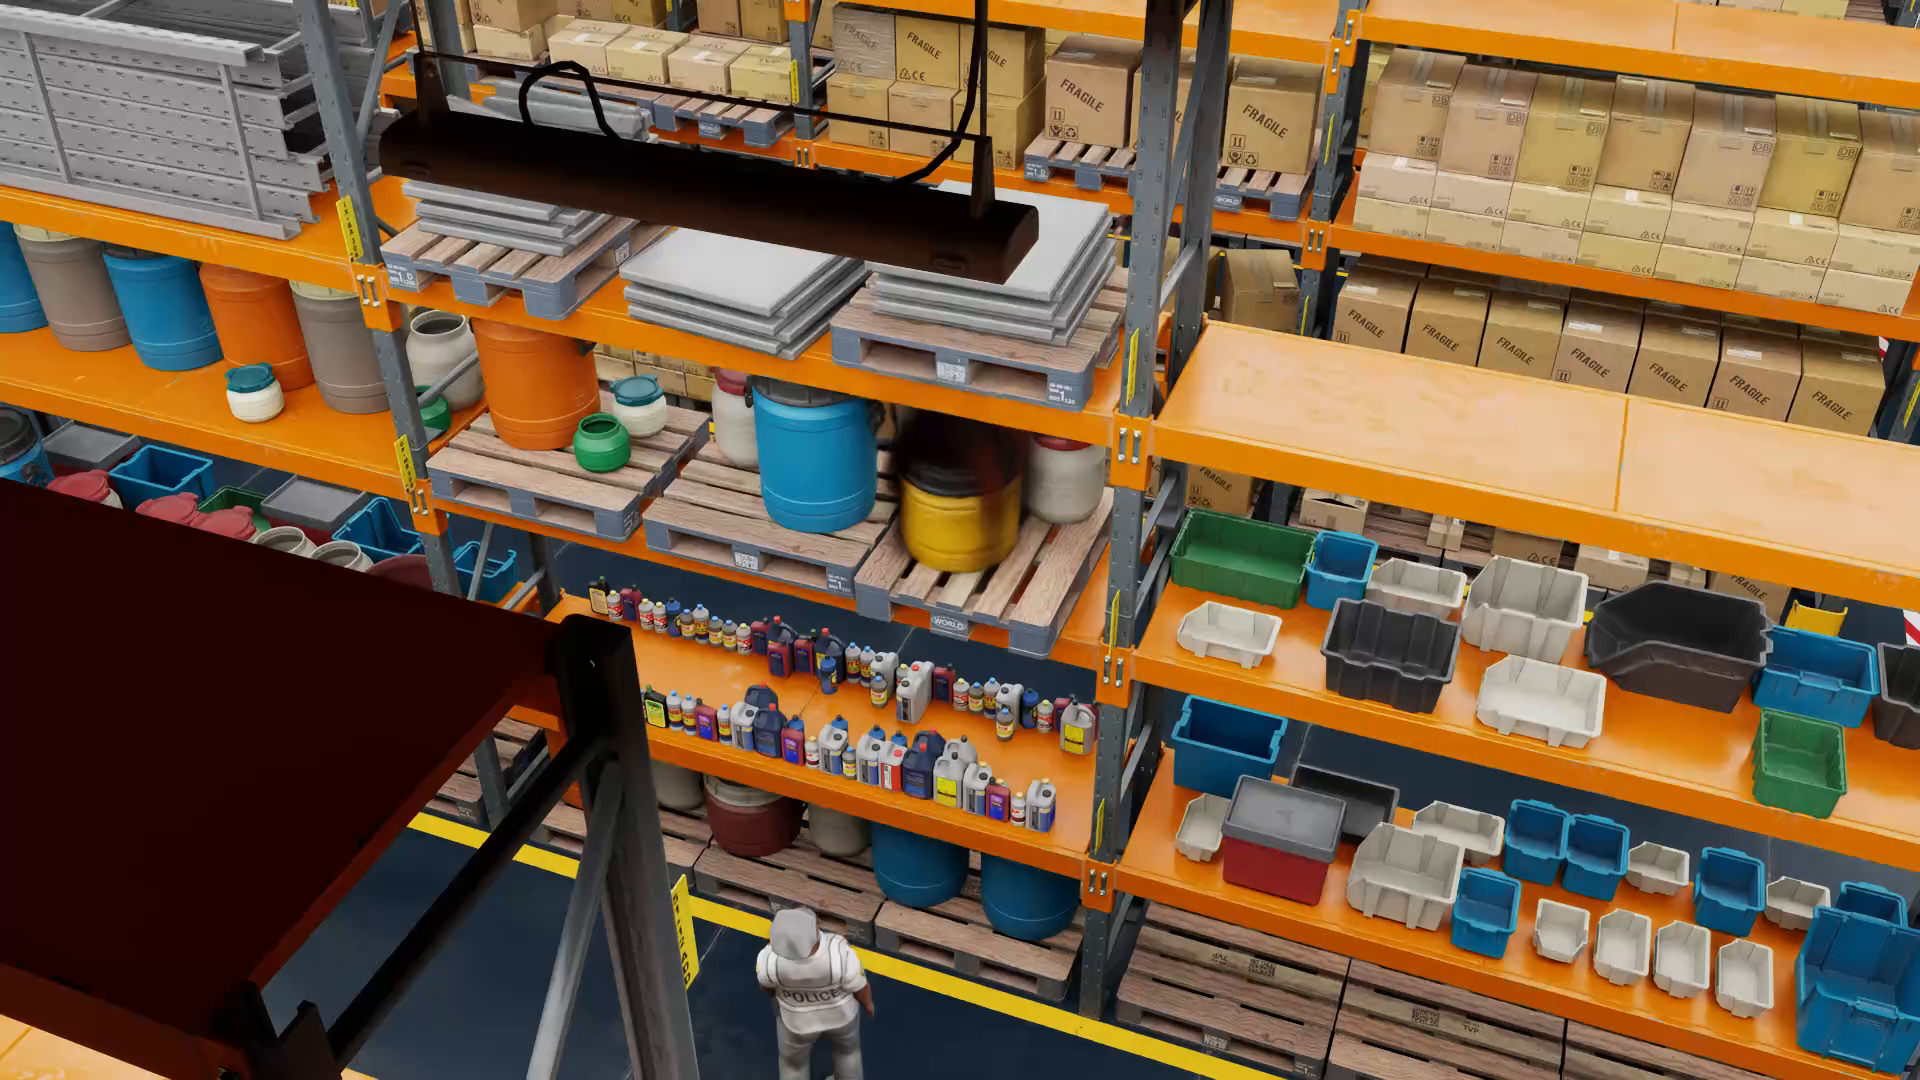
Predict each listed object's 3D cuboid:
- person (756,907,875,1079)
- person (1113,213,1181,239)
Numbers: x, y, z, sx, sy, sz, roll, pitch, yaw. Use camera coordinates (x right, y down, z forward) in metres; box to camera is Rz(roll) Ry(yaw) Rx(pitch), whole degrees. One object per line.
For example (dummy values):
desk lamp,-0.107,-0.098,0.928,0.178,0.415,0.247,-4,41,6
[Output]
person,-0.735,2.410,8.579,0.586,1.769,0.558,-8,37,-11
person,1.834,-2.884,15.842,0.580,1.828,0.674,-23,42,-28
